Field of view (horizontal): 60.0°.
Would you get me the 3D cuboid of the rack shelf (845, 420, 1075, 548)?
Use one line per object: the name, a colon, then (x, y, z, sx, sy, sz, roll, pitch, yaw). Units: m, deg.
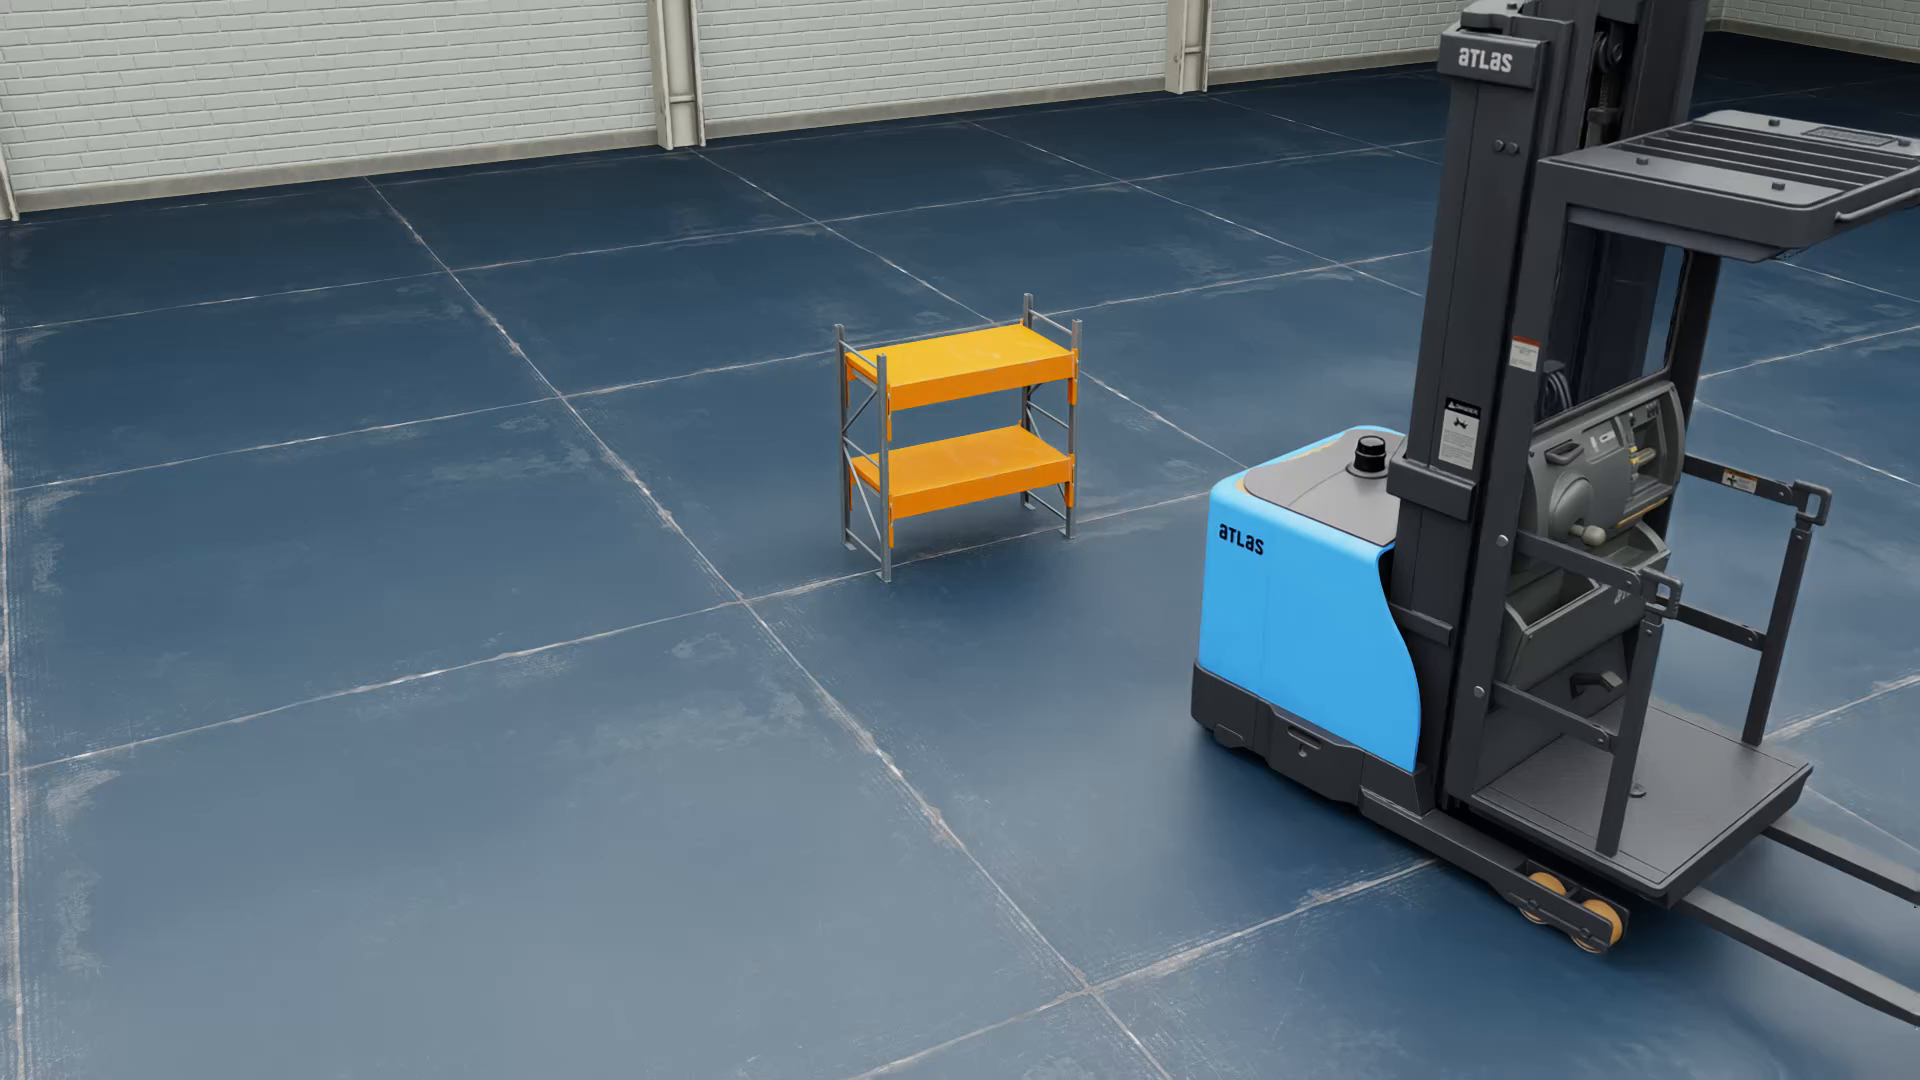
rack shelf: (-0.006, -0.285, 8.109, 1.000, 0.278, 0.538, -13, 29, -25)

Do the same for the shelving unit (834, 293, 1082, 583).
shelving unit: (-0.006, -0.506, 8.004, 1.048, 1.125, 0.538, -13, 29, -25)

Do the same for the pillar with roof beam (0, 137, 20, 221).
pillar with roof beam: (-6.004, -5.078, 8.429, 0.400, 9.000, 9.100, -13, 29, -25)

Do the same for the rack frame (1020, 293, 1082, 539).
rack frame: (0.443, -0.609, 8.219, 0.032, 1.125, 0.500, -13, 29, -25)

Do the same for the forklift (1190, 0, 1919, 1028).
forklift: (2.268, -0.222, 5.325, 1.130, 2.935, 3.031, -21, 33, -36)

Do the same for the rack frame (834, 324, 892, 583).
rack frame: (-0.455, -0.402, 7.788, 0.032, 1.125, 0.500, -13, 29, -25)

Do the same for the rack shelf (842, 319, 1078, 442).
rack shelf: (-0.006, -0.770, 7.877, 1.000, 0.278, 0.538, -13, 29, -25)

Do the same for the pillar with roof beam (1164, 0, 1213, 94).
pillar with roof beam: (4.584, -7.522, 13.519, 0.400, 9.000, 9.100, -13, 29, -25)

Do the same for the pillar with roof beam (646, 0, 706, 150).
pillar with roof beam: (-0.710, -6.300, 10.974, 0.400, 9.000, 9.100, -13, 29, -25)
